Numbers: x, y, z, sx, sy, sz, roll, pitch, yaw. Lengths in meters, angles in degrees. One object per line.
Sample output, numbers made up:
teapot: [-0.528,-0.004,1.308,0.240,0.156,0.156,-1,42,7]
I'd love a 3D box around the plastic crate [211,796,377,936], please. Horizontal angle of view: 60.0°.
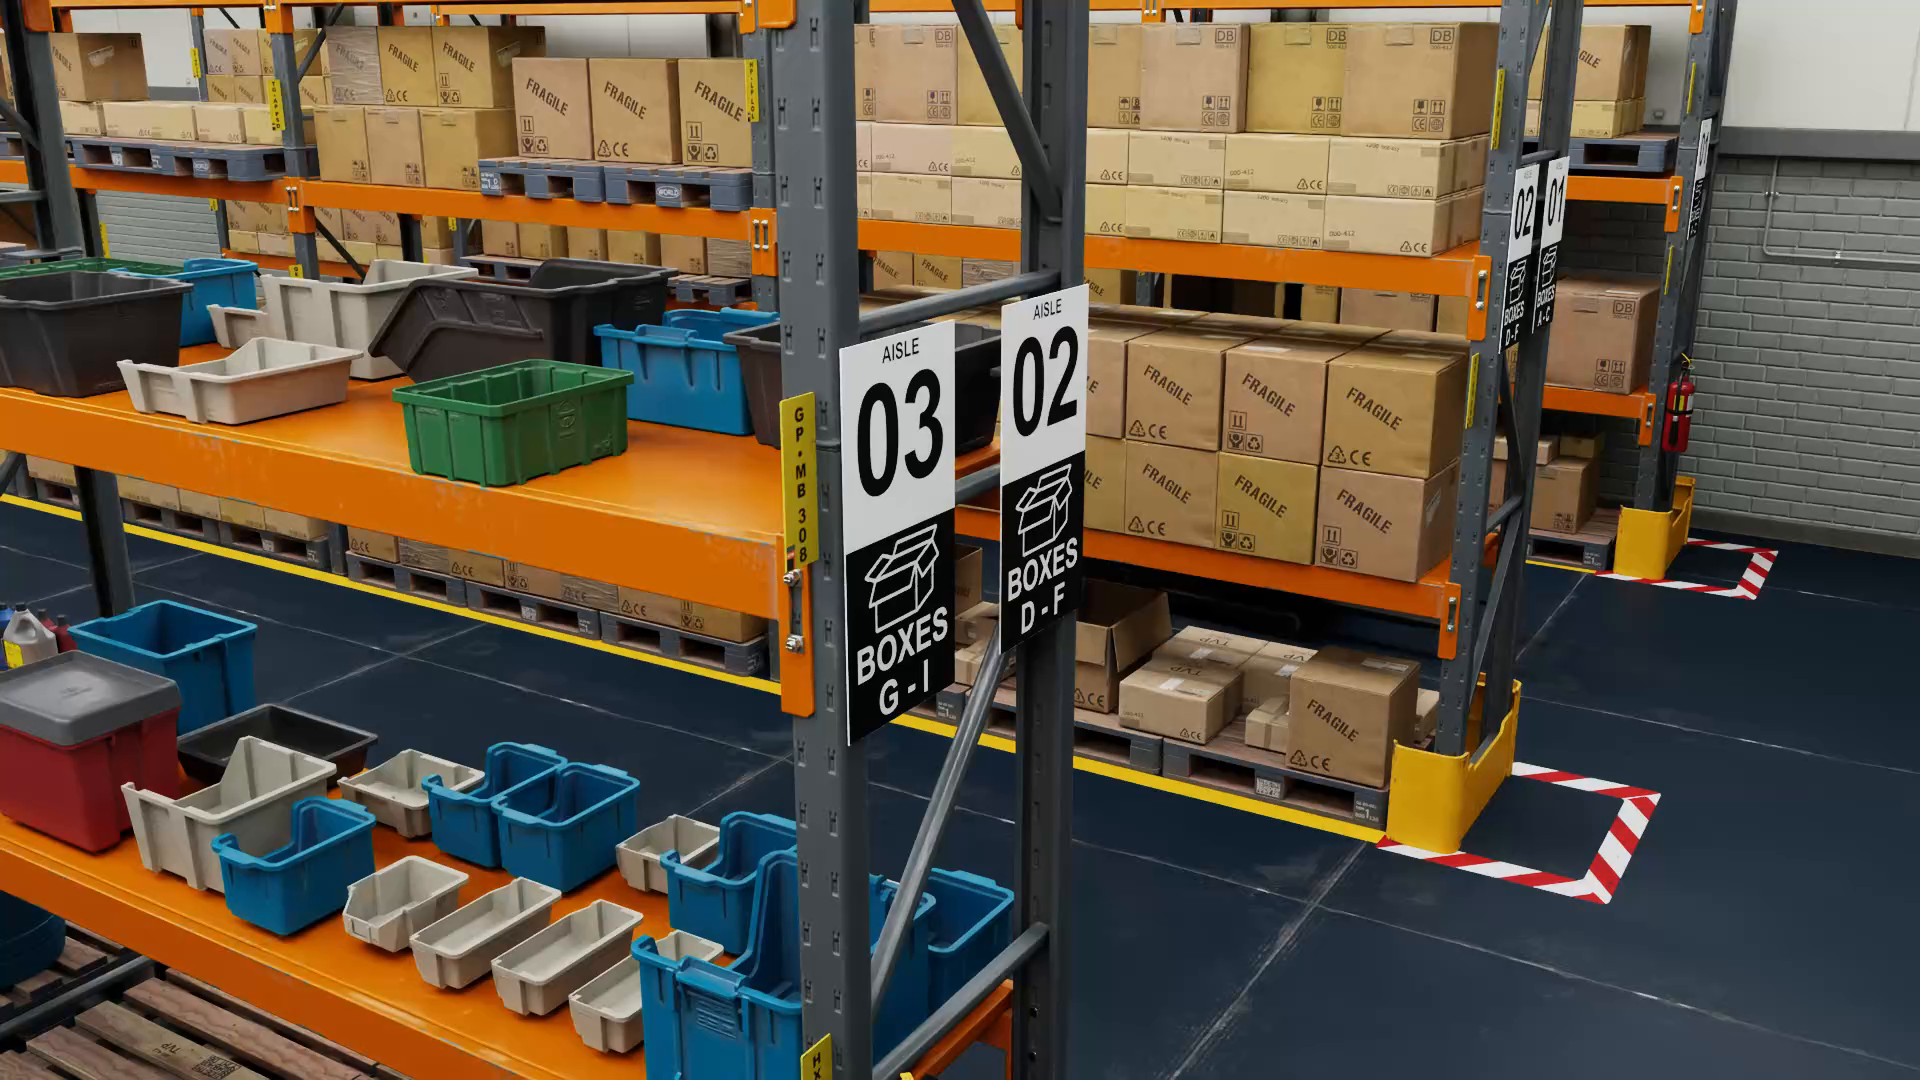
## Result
plastic crate: [-1.908,0.942,4.803,0.300,0.233,0.416,10,20,30]

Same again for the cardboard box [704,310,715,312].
cardboard box: [-1.742,-1.160,10.645,0.500,0.500,0.700,14,22,39]

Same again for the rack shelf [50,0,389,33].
rack shelf: [-5.949,-3.942,12.303,4.000,0.370,1.077,10,20,30]

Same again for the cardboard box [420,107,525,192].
cardboard box: [-2.978,-2.572,10.854,0.500,0.500,0.910,10,20,30]

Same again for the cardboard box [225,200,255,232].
cardboard box: [-8.223,-3.897,19.484,0.500,0.500,0.500,10,20,30]

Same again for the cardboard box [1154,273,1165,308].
cardboard box: [1.493,-2.254,14.424,0.500,0.500,0.500,9,19,28]

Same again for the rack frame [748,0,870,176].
rack frame: [-0.837,-3.565,9.136,0.127,3.000,1.000,10,20,30]

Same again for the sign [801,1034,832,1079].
sign: [-0.298,1.200,3.488,0.005,0.325,0.100,10,20,30]

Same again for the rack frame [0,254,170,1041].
rack frame: [-3.432,0.531,5.971,0.127,3.000,1.000,10,20,30]

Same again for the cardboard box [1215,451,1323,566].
cardboard box: [1.604,-0.213,8.250,0.500,0.500,0.500,10,20,31]

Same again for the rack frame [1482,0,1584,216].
rack frame: [2.572,-2.957,7.133,0.127,3.000,1.000,10,20,30]

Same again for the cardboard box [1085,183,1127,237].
cardboard box: [0.725,-1.694,8.396,0.500,0.250,0.500,10,20,30]

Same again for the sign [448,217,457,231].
sign: [-5.342,-3.418,17.483,0.005,0.325,0.100,10,20,30]

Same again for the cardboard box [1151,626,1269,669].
cardboard box: [1.405,0.714,9.345,0.500,0.250,0.500,10,20,30]

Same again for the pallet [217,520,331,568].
pallet: [-4.926,-0.104,12.860,1.213,0.211,1.003,10,20,30]

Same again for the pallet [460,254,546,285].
pallet: [-4.489,-2.895,17.581,1.213,0.211,1.003,10,20,30]

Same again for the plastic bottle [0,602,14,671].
plastic bottle: [-3.826,0.383,6.680,0.097,0.271,0.097,0,17,0]

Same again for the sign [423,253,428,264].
sign: [-3.969,-1.955,12.301,0.005,0.325,0.100,10,20,30]

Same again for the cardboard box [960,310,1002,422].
cardboard box: [0.295,-0.923,8.867,0.500,0.500,0.500,9,19,28]

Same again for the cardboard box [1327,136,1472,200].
cardboard box: [2.001,-1.704,7.568,0.500,0.250,0.500,10,20,30]

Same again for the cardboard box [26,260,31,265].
cardboard box: [-7.998,-2.258,13.867,0.250,0.149,0.380,10,20,30]

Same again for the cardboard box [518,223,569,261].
cardboard box: [-4.176,-3.225,17.408,0.500,0.500,0.700,13,21,36]

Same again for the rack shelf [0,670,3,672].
rack shelf: [-5.136,0.571,7.077,4.000,0.370,1.077,10,20,30]

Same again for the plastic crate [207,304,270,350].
plastic crate: [-2.149,-0.679,5.247,0.466,0.136,0.293,10,20,30]

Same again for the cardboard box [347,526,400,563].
cardboard box: [-4.007,-0.178,11.849,0.500,0.500,0.500,11,20,32]

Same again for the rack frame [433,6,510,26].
rack frame: [-5.064,-6.010,17.183,0.127,3.000,1.000,10,20,30]

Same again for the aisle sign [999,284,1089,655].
aisle sign: [0.193,-0.167,3.797,0.004,0.787,0.394,10,20,30]

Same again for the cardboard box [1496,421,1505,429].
cardboard box: [4.291,-0.818,12.876,0.250,0.149,0.380,10,20,30]

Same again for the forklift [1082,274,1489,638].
forklift: [2.183,-0.944,10.946,3.031,2.935,1.130,11,20,33]

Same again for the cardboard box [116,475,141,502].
cardboard box: [-6.562,-0.518,13.434,0.500,0.250,0.500,9,19,28]

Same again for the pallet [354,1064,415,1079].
pallet: [-1.742,2.153,5.430,1.213,0.211,1.003,10,20,30]

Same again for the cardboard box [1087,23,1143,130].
cardboard box: [0.884,-2.368,8.462,0.500,0.500,0.700,10,20,30]

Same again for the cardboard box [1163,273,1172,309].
cardboard box: [2.206,-1.979,13.720,0.700,0.700,0.980,10,20,31]

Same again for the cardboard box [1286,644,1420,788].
cardboard box: [1.980,0.877,8.376,0.500,0.500,0.500,10,20,30]

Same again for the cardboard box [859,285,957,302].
cardboard box: [-0.270,-1.208,9.806,0.500,0.500,0.500,10,20,30]

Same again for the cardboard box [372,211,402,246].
cardboard box: [-6.057,-3.506,18.195,0.500,0.500,0.500,10,20,30]

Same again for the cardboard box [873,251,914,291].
cardboard box: [-0.512,-2.436,15.020,0.500,0.500,0.500,10,20,30]

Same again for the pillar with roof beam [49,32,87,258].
pillar with roof beam: [-14.789,-6.572,19.035,0.400,9.000,9.100,10,20,30]

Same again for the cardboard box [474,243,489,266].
cardboard box: [-5.353,-3.202,18.484,0.500,0.250,0.500,10,20,31]

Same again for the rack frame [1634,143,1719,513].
rack frame: [5.161,-1.314,12.046,0.127,3.000,1.000,10,20,30]

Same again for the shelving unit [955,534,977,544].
shelving unit: [-0.012,-0.576,12.714,0.189,1.200,0.258,10,20,30]

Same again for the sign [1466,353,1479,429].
sign: [2.264,-0.657,7.348,0.005,0.325,0.100,10,20,30]

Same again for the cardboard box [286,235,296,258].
cardboard box: [-7.342,-3.378,19.065,0.500,0.250,0.500,10,19,29]

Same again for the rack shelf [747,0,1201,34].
rack shelf: [0.048,-4.561,14.341,4.000,0.370,1.077,10,20,30]

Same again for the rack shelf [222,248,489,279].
rack shelf: [-6.769,-3.099,19.161,4.000,0.370,1.077,10,20,30]

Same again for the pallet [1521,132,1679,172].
pallet: [4.523,-2.817,11.986,1.213,0.211,1.003,10,20,30]

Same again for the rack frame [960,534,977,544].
rack frame: [0.066,-0.562,12.668,0.006,1.200,0.240,10,20,30]

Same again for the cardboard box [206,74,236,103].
cardboard box: [-8.319,-5.127,19.233,0.500,0.500,0.500,11,20,31]

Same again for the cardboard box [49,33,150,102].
cardboard box: [-6.651,-3.651,12.822,0.500,0.500,0.500,12,21,35]

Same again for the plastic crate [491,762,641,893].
plastic crate: [-1.184,0.872,5.035,0.300,0.233,0.416,10,20,30]

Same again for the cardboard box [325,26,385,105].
cardboard box: [-3.877,-3.197,11.192,0.500,0.500,0.500,10,20,30]

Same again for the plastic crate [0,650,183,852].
plastic crate: [-2.803,0.670,5.302,0.583,0.464,0.402,10,20,30]

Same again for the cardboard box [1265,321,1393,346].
cardboard box: [1.882,-0.823,8.538,0.500,0.500,0.500,10,20,31]

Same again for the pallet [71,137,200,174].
pallet: [-5.825,-2.899,12.427,1.213,0.211,1.003,11,20,33]

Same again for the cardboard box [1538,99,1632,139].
cardboard box: [4.398,-2.972,11.706,0.500,0.250,0.500,11,20,32]

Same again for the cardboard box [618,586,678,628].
cardboard box: [-1.824,0.209,10.575,0.500,0.500,0.500,10,20,30]

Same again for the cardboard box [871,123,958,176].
cardboard box: [-0.125,-2.087,8.826,0.500,0.250,0.500,10,20,30]

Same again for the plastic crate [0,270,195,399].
plastic crate: [-2.517,-0.585,4.709,0.590,0.269,0.497,10,20,30]

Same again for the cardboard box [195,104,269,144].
cardboard box: [-5.117,-2.998,11.965,0.500,0.250,0.500,11,20,32]
